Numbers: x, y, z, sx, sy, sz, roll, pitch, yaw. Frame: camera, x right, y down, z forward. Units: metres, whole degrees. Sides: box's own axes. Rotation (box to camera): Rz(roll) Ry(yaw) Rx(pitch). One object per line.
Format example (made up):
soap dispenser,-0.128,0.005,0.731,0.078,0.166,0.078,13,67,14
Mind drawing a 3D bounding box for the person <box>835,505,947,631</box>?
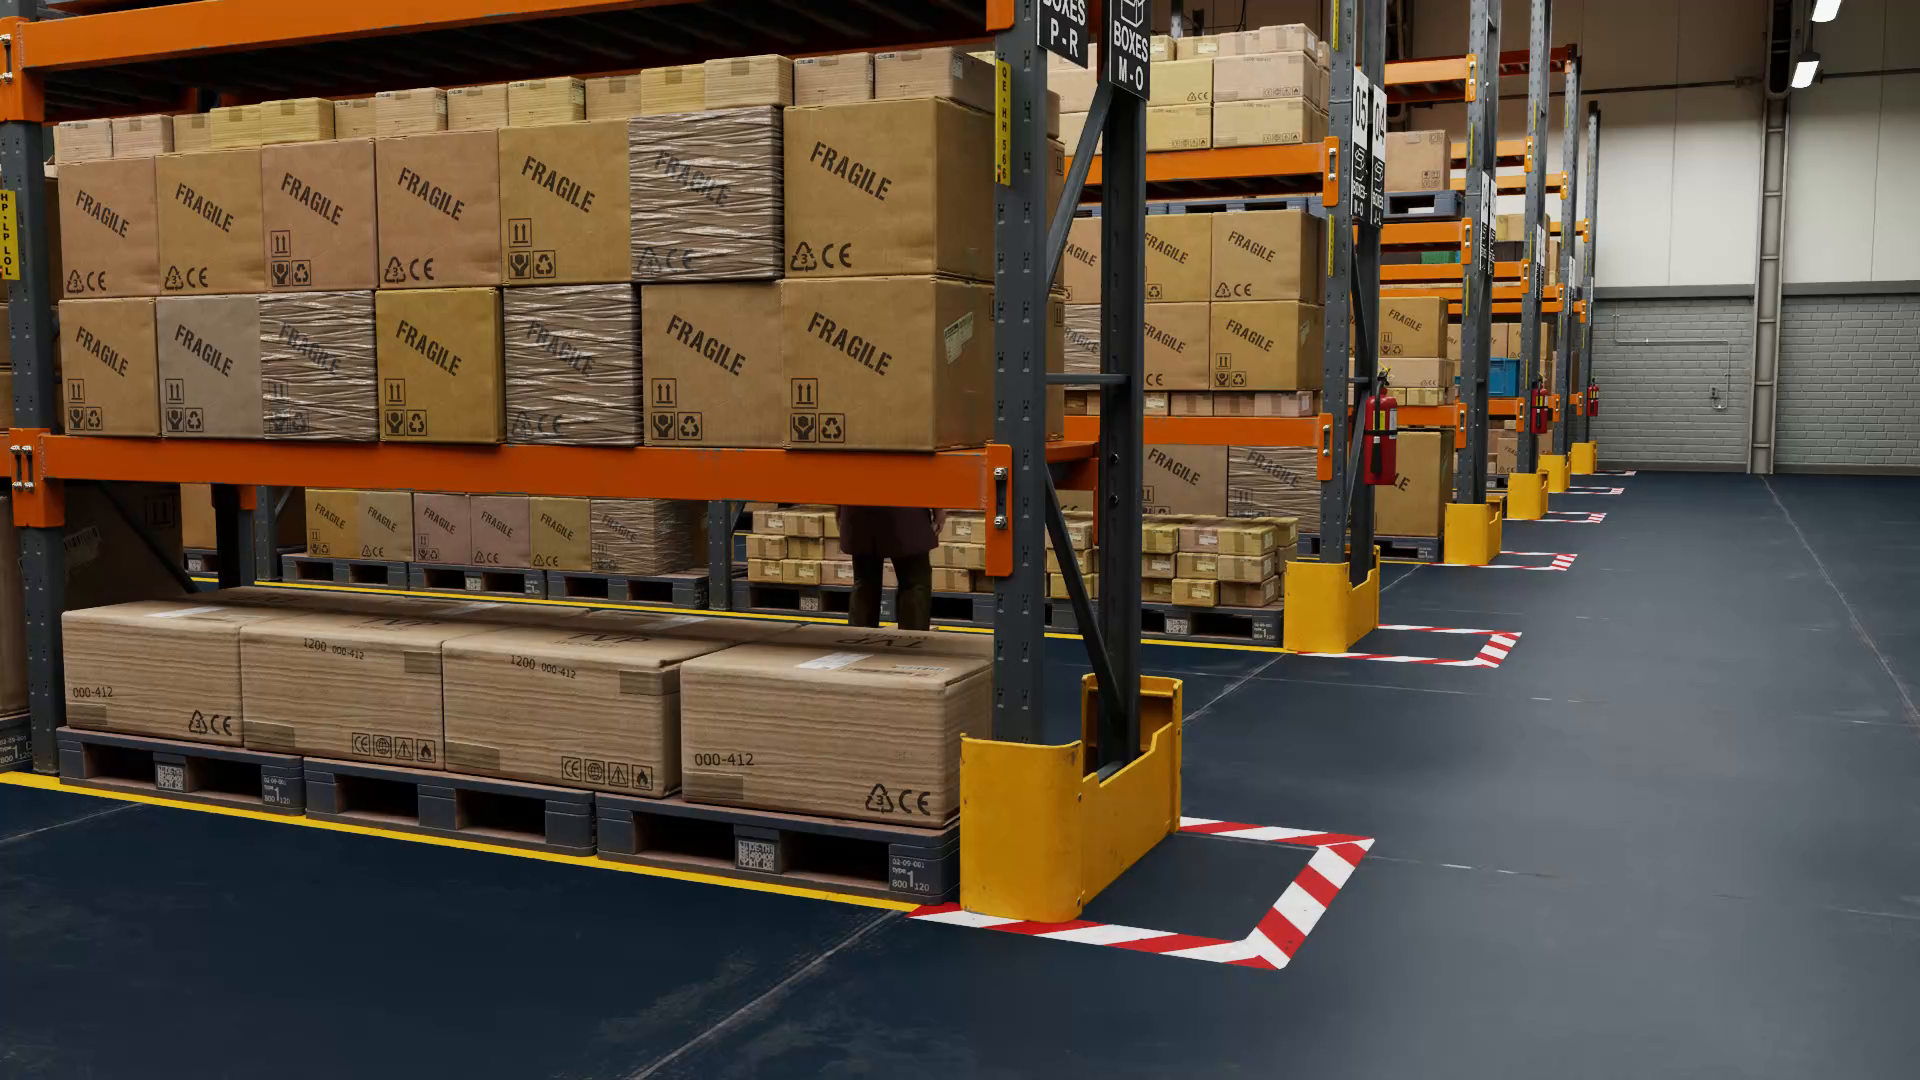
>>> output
person,-0.360,-0.163,8.182,0.644,1.774,0.426,2,6,24
